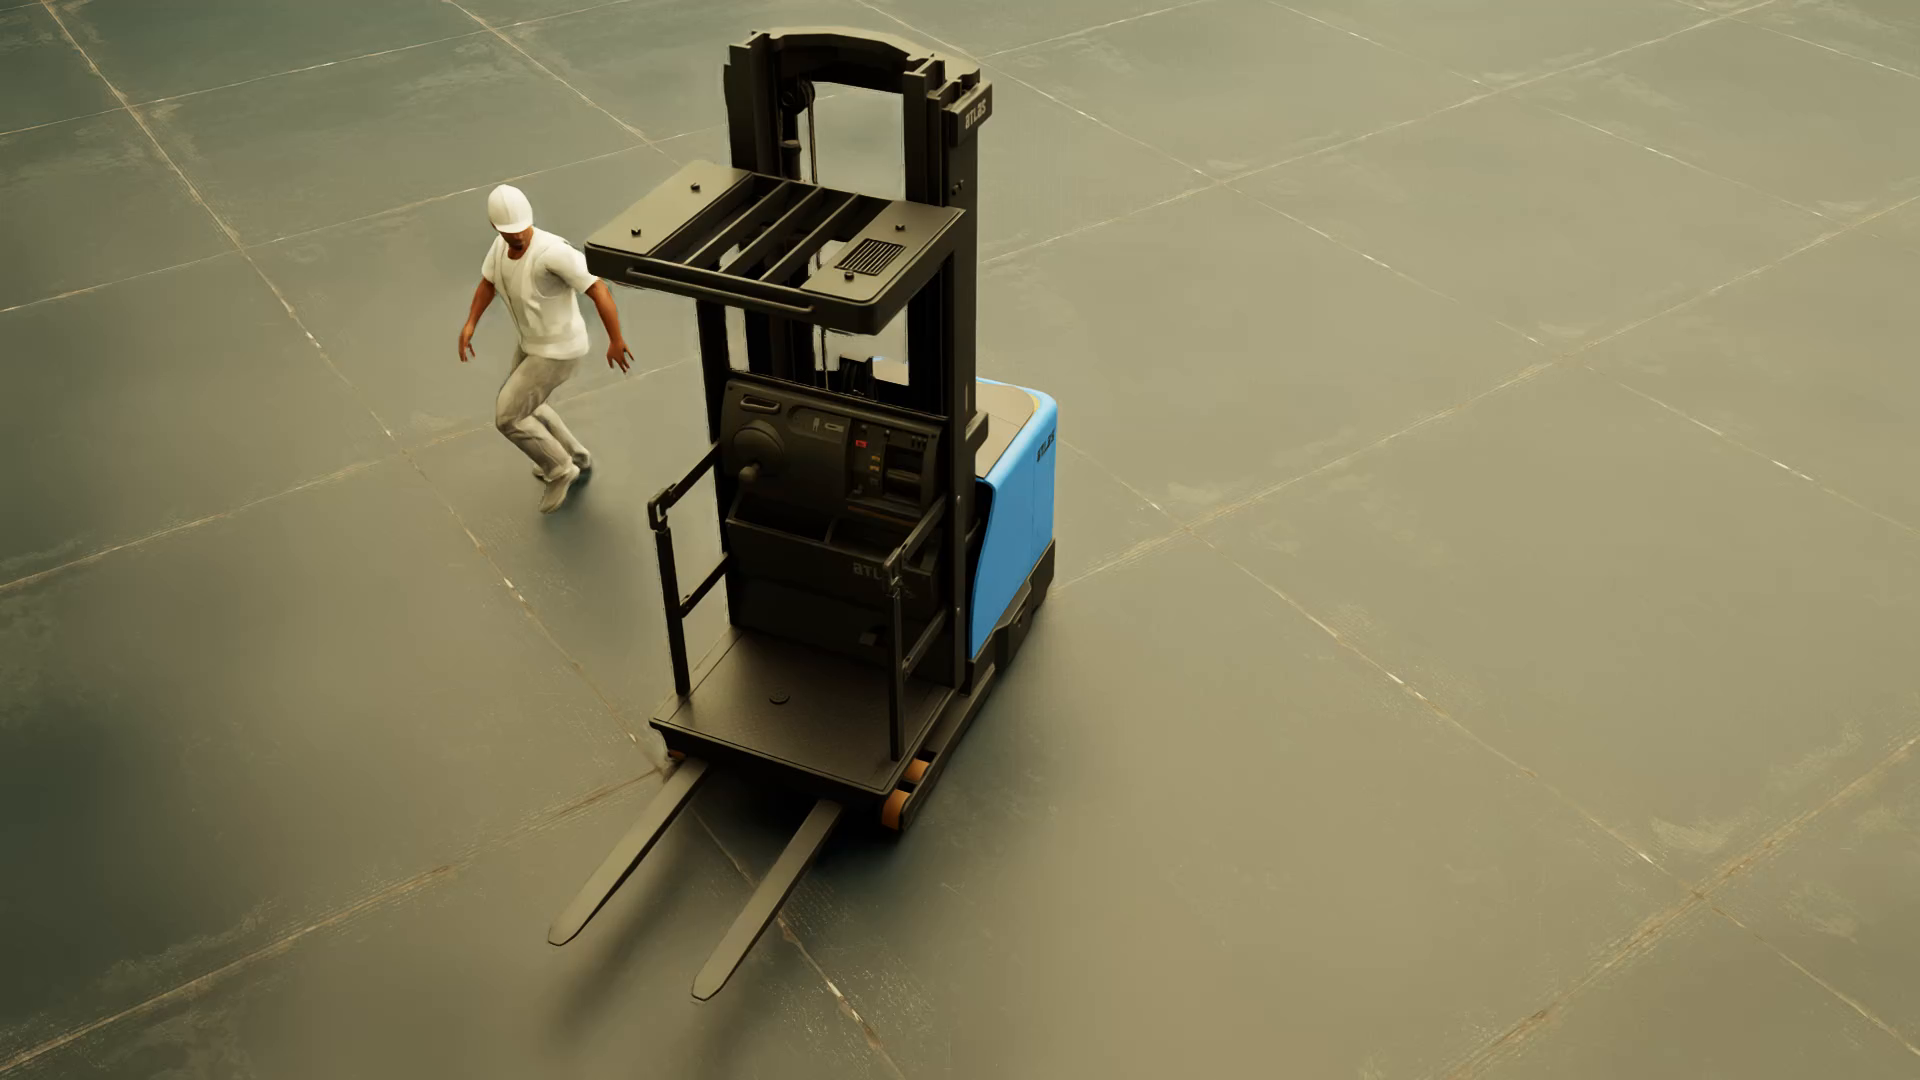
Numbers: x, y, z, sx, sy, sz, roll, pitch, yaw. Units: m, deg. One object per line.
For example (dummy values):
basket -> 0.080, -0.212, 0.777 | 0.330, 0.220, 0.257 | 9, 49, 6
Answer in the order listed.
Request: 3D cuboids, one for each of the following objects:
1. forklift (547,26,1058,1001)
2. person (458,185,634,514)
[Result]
forklift -> -0.597, -0.284, 6.329 | 1.130, 2.935, 3.031 | 14, 39, 19
person -> -2.101, -0.970, 8.326 | 0.753, 1.713, 0.753 | -18, 40, -22
